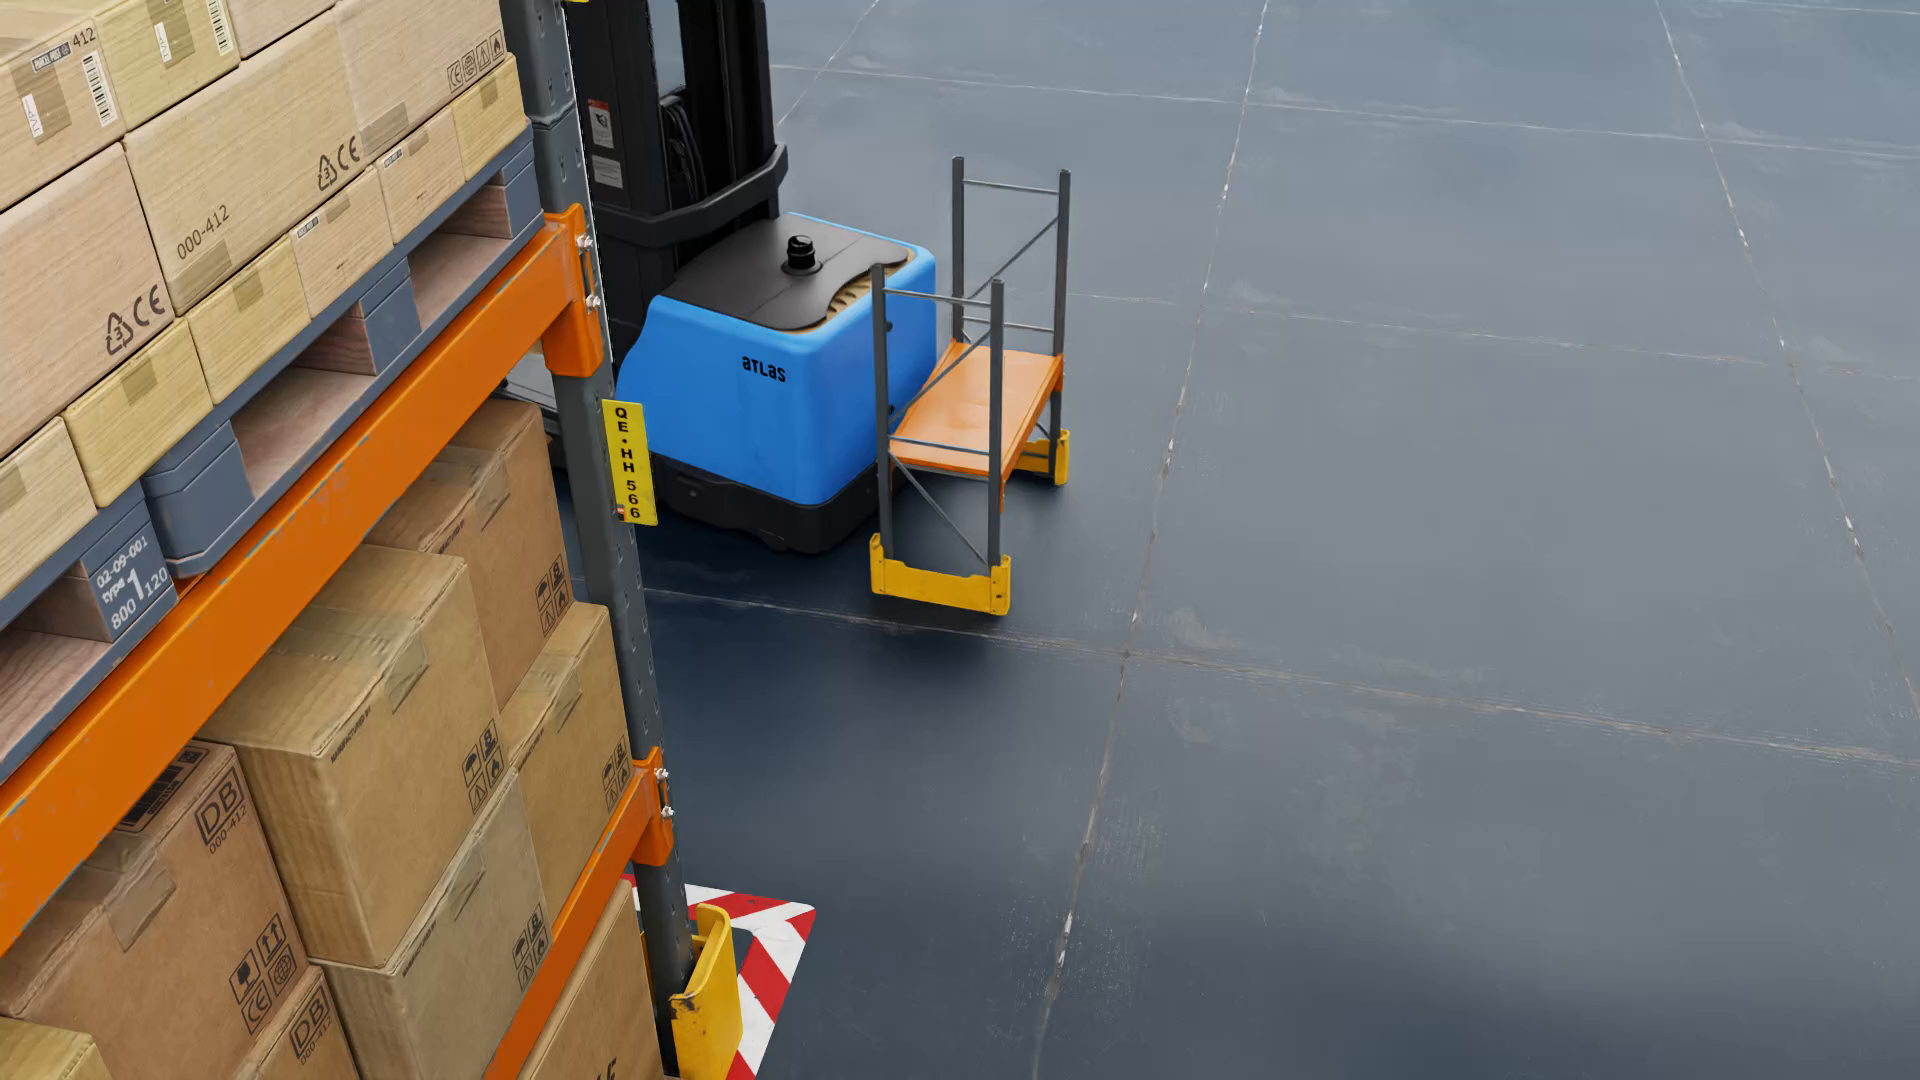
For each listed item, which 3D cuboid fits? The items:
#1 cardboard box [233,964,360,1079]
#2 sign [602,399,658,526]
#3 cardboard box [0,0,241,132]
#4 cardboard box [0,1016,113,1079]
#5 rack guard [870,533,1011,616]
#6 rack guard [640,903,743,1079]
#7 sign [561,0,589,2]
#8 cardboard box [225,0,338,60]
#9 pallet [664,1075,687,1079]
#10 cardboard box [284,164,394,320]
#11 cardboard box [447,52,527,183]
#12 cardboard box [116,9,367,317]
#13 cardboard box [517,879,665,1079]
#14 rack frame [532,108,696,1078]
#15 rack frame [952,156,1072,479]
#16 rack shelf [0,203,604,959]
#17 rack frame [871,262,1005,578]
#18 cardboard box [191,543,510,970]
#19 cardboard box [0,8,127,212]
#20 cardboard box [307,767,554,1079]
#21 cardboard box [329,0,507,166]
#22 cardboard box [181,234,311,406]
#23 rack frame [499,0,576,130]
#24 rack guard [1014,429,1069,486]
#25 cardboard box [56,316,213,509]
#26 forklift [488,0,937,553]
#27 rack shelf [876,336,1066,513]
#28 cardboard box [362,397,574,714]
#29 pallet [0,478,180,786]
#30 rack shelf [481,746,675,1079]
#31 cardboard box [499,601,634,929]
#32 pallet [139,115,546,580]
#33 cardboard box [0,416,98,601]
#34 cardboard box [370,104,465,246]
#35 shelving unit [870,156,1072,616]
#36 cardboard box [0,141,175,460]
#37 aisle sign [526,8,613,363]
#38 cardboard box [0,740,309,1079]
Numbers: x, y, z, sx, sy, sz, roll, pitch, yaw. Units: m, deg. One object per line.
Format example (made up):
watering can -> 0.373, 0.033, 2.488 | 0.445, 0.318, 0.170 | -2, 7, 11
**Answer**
cardboard box -> -1.646, 1.099, 3.050 | 0.875, 0.550, 0.550 | 7, 37, 10
sign -> -0.745, -0.171, 3.742 | 0.100, 0.325, 0.005 | 7, 37, 10
cardboard box -> -1.176, -0.655, 2.133 | 0.380, 0.149, 0.250 | 8, 37, 11
cardboard box -> -1.655, 0.978, 2.296 | 0.875, 0.550, 0.500 | 7, 37, 10
rack guard -> -0.082, 0.141, 6.842 | 0.587, 0.250, 0.087 | 10, 37, 14
rack guard -> -1.267, 1.316, 5.008 | 1.175, 0.500, 0.348 | 7, 37, 10
sign -> -0.745, -1.148, 3.034 | 0.100, 0.325, 0.005 | 7, 37, 10
cardboard box -> -1.122, -0.803, 2.338 | 0.380, 0.149, 0.250 | 8, 37, 11
pallet -> -1.367, 1.915, 4.428 | 1.003, 0.211, 1.213 | 7, 37, 10
cardboard box -> -1.121, -0.481, 2.573 | 0.380, 0.149, 0.250 | 8, 37, 11
cardboard box -> -1.012, -0.773, 2.975 | 0.380, 0.149, 0.250 | 7, 37, 10
cardboard box -> -1.211, -0.565, 2.349 | 0.500, 0.250, 0.500 | 7, 37, 10
cardboard box -> -1.353, 1.405, 4.208 | 0.875, 0.875, 0.875 | 8, 37, 10
rack frame -> -1.272, 0.318, 4.256 | 1.000, 3.000, 0.127 | 7, 37, 10
rack frame -> 0.211, -0.935, 7.262 | 0.500, 1.500, 0.032 | 10, 37, 14
rack shelf -> -1.699, 0.541, 2.005 | 1.077, 0.370, 4.000 | 7, 37, 10
rack frame -> -0.082, -0.364, 6.474 | 0.500, 1.500, 0.032 | 10, 37, 14
cardboard box -> -1.417, 0.354, 3.157 | 0.875, 0.550, 0.550 | 7, 37, 10
cardboard box -> -1.231, -0.512, 1.935 | 0.380, 0.149, 0.250 | 7, 37, 10
cardboard box -> -1.403, 0.793, 3.472 | 0.875, 0.550, 0.550 | 7, 37, 10
cardboard box -> -1.104, -0.852, 2.744 | 0.500, 0.250, 0.500 | 8, 37, 11
cardboard box -> -1.176, -0.336, 2.373 | 0.380, 0.149, 0.250 | 8, 37, 10
rack frame -> -1.272, -2.112, 2.495 | 1.000, 3.000, 0.127 | 7, 37, 10
rack guard -> 0.205, -0.418, 7.614 | 0.587, 0.250, 0.087 | 10, 37, 14
cardboard box -> -1.230, -0.189, 2.170 | 0.380, 0.149, 0.250 | 7, 36, 9
forklift -> -1.617, -1.769, 7.193 | 3.031, 2.935, 1.130 | 19, 40, 25
rack shelf -> 0.064, -0.504, 6.974 | 0.538, 0.185, 1.000 | 10, 37, 14
cardboard box -> -1.389, 0.027, 3.608 | 0.875, 0.550, 0.550 | 7, 37, 10
pallet -> -1.679, 0.267, 1.845 | 1.003, 0.211, 1.213 | 7, 37, 10
rack shelf -> -1.699, 1.755, 2.885 | 1.077, 0.370, 4.000 | 7, 37, 10
cardboard box -> -1.307, 0.475, 3.911 | 0.875, 0.550, 0.550 | 7, 37, 10
pallet -> -1.421, -0.435, 2.813 | 1.003, 0.211, 1.213 | 7, 37, 10
cardboard box -> -1.284, -0.044, 1.970 | 0.380, 0.149, 0.250 | 8, 37, 10
cardboard box -> -1.067, -0.628, 2.776 | 0.380, 0.149, 0.250 | 8, 37, 10
shelving unit -> 0.062, -0.645, 6.861 | 0.587, 1.500, 1.083 | 10, 37, 14
cardboard box -> -1.320, -0.277, 1.952 | 0.500, 0.250, 0.500 | 7, 37, 10
aisle sign -> -0.964, -0.738, 3.497 | 0.394, 0.787, 0.004 | 7, 37, 10
cardboard box -> -1.669, 0.658, 2.738 | 0.875, 0.550, 0.550 | 7, 37, 10
